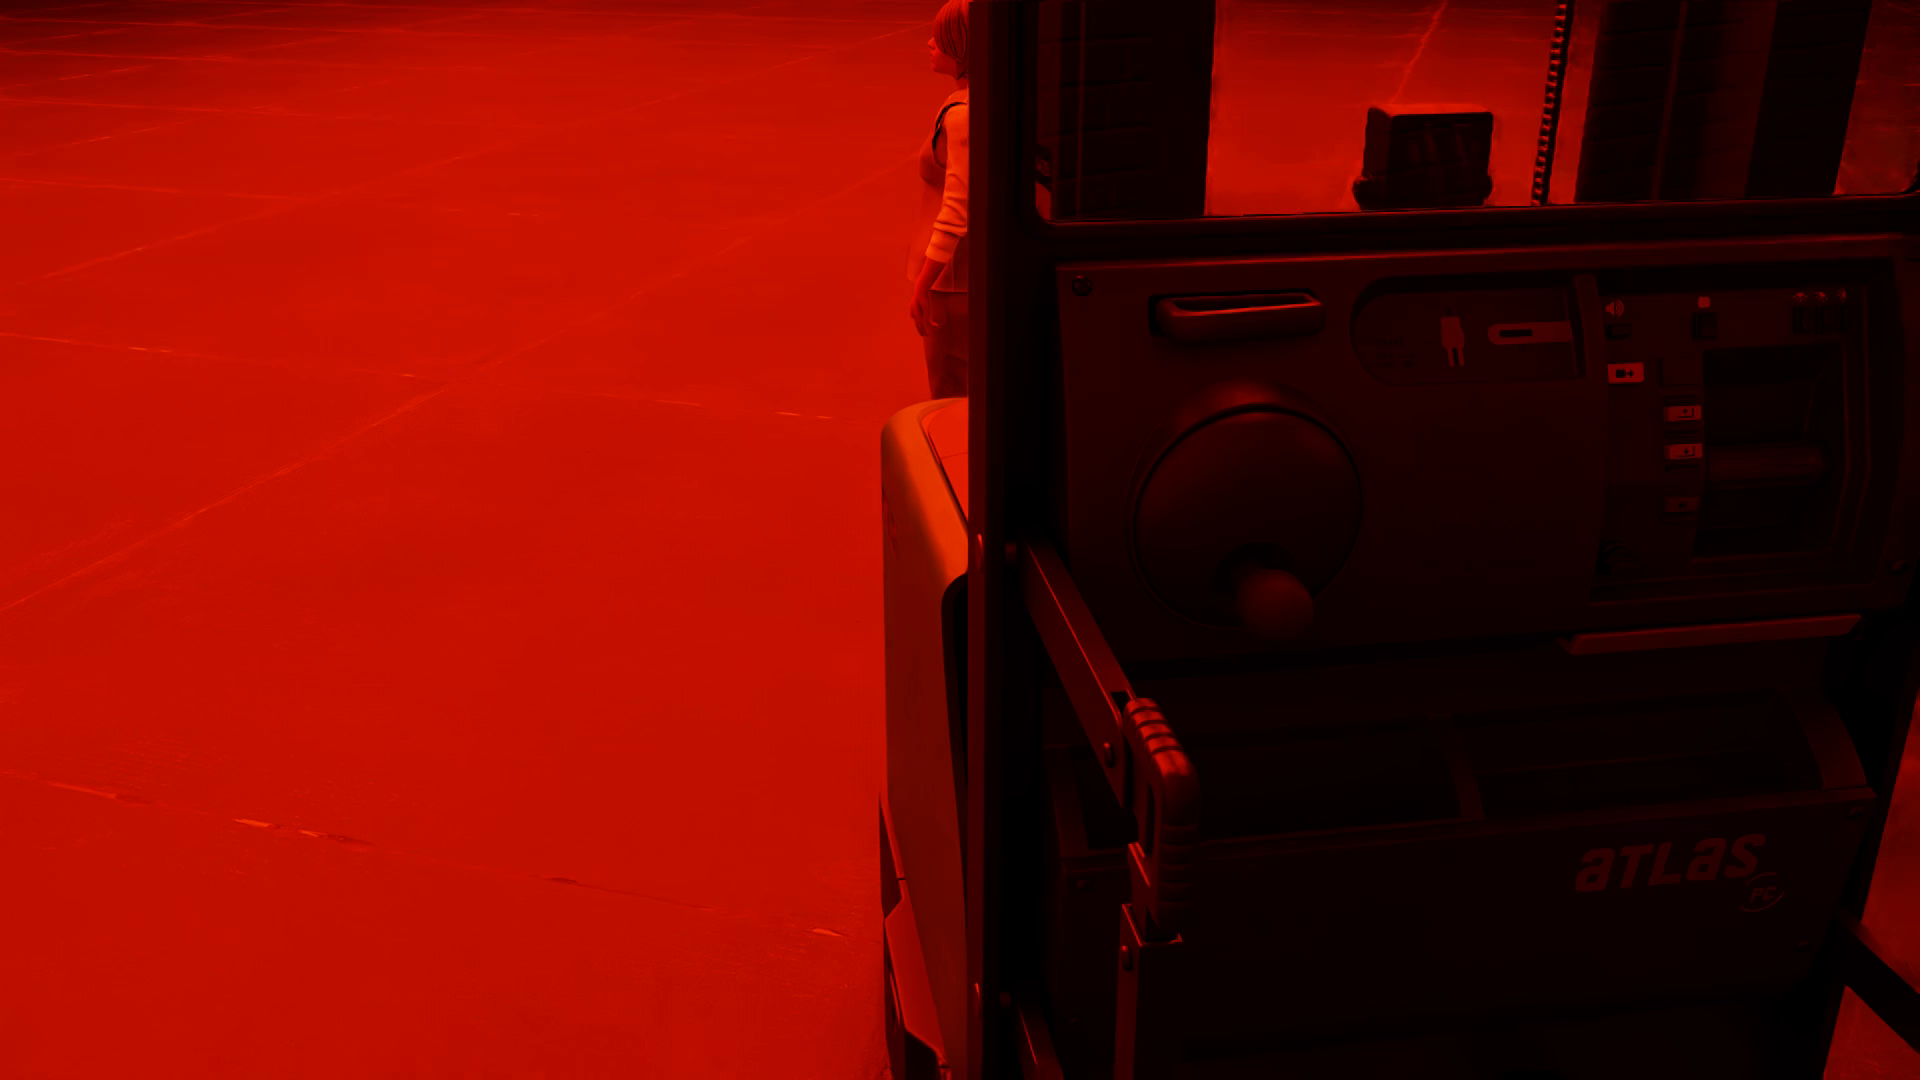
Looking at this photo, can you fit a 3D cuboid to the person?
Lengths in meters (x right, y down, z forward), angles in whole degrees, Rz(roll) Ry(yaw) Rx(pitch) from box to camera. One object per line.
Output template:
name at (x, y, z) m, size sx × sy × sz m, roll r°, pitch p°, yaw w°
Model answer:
person at (-0.067, -0.758, 4.846) m, size 0.473 × 1.599 × 0.521 m, roll 7°, pitch 23°, yaw 16°

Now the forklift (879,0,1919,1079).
forklift at (0.591, -0.083, 1.481) m, size 1.130 × 2.935 × 3.031 m, roll -4°, pitch 23°, yaw -8°
